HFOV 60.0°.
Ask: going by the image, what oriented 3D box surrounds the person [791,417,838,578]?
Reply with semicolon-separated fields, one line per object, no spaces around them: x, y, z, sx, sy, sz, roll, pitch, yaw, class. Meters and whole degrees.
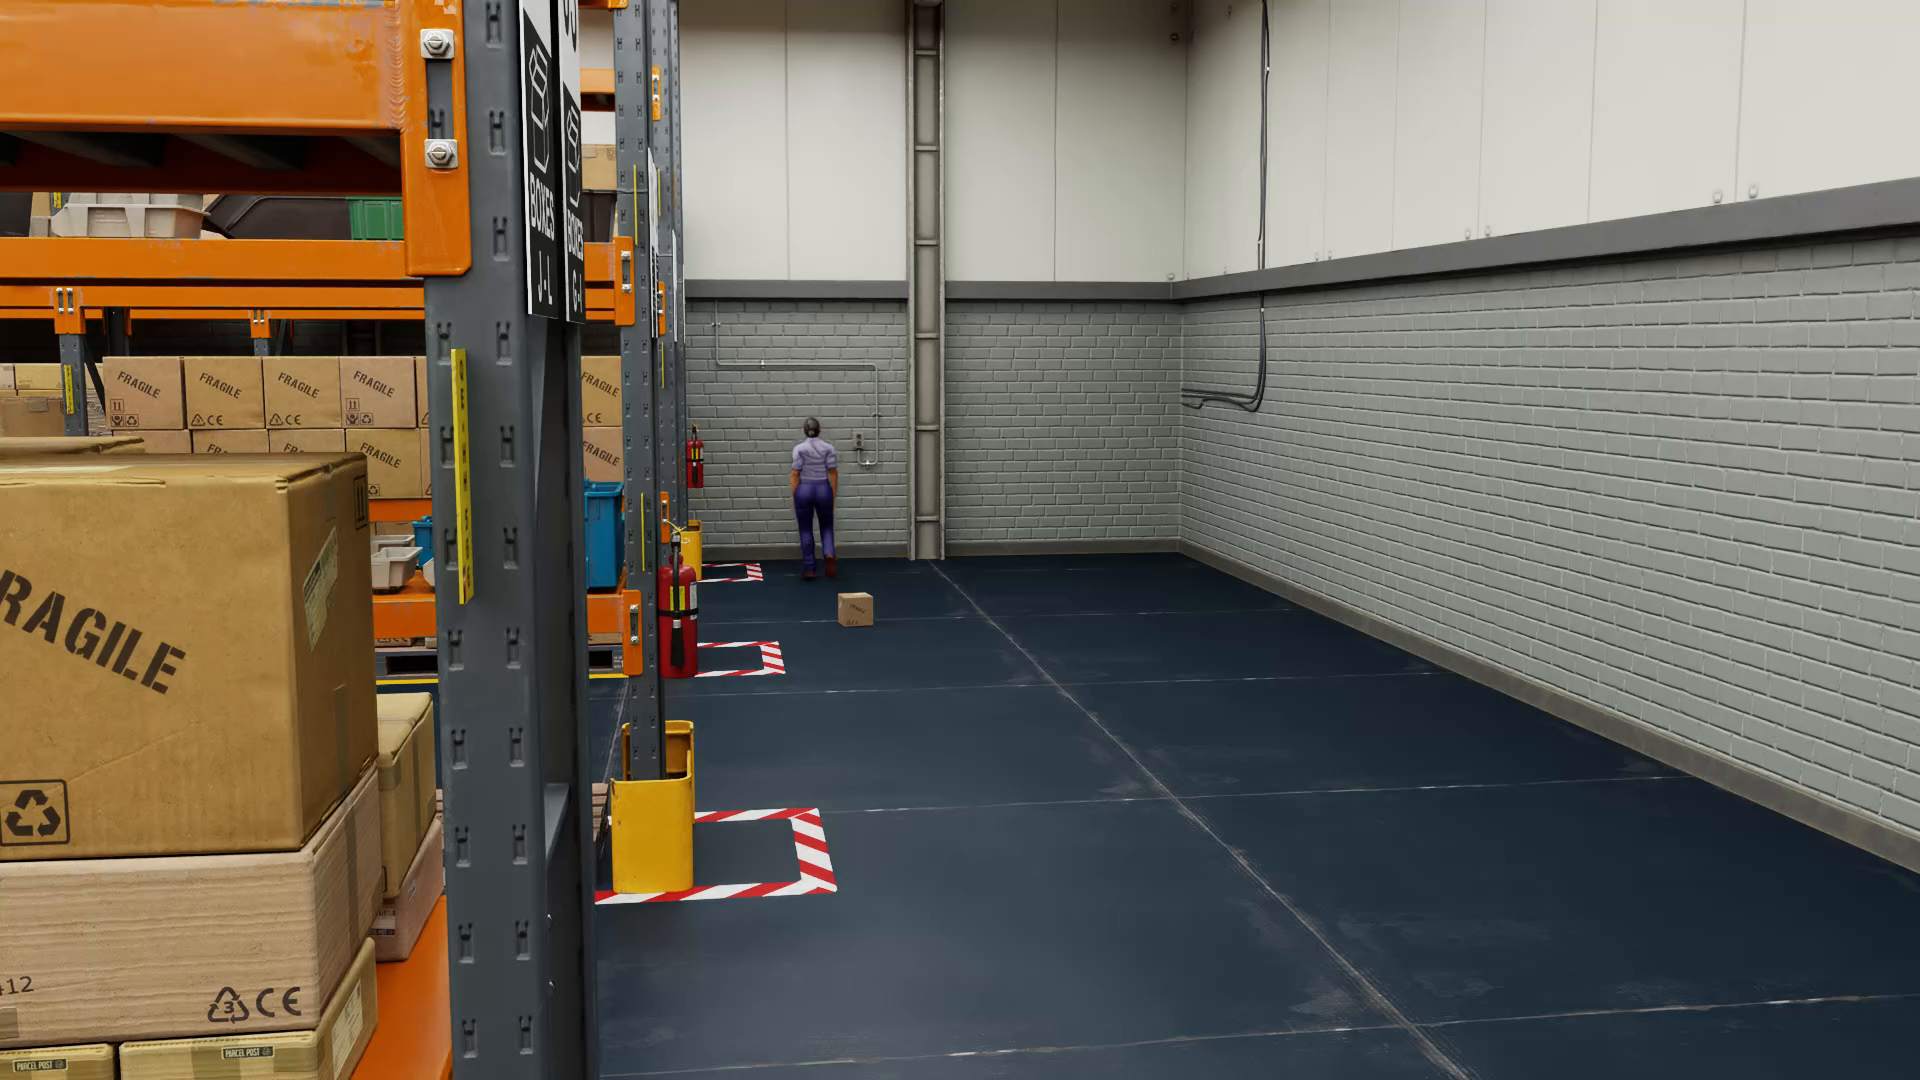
-1.490;-0.421;16.939;0.475;1.635;0.458;-2;7;-17;person
